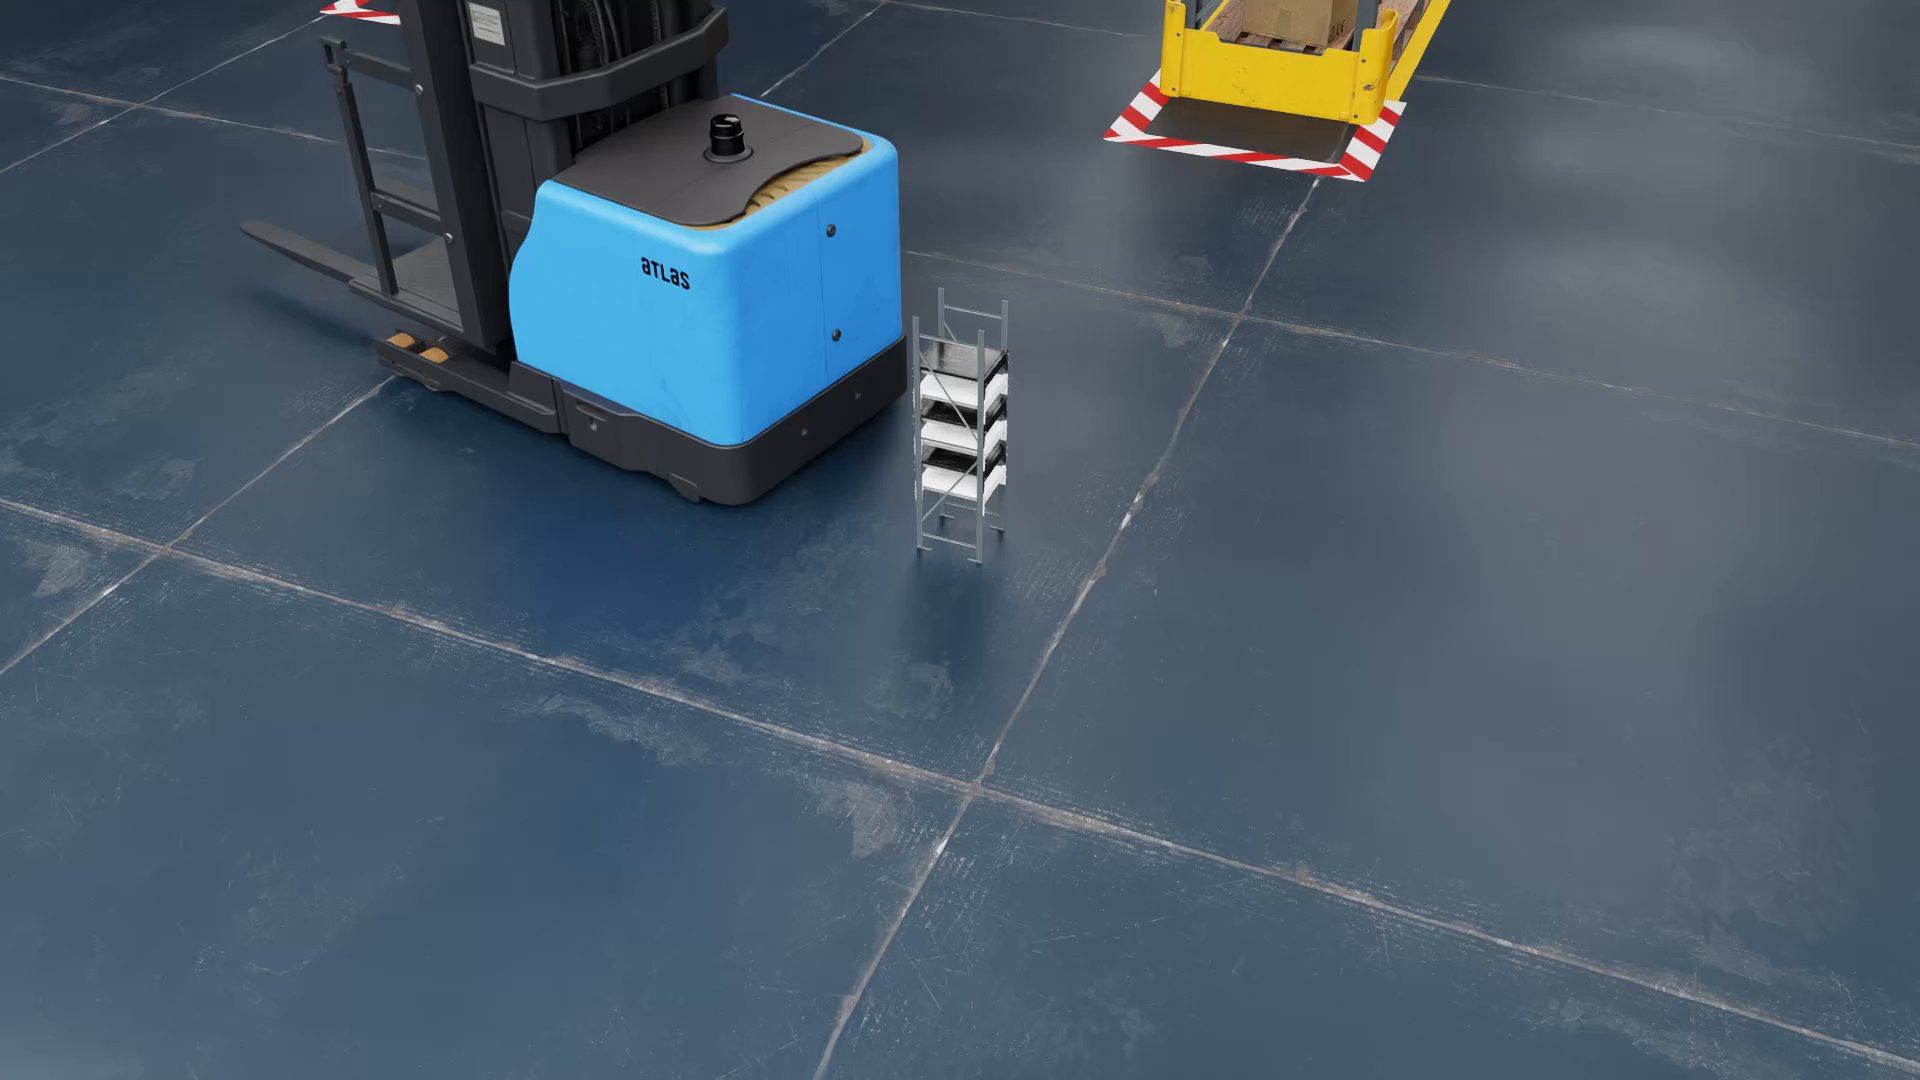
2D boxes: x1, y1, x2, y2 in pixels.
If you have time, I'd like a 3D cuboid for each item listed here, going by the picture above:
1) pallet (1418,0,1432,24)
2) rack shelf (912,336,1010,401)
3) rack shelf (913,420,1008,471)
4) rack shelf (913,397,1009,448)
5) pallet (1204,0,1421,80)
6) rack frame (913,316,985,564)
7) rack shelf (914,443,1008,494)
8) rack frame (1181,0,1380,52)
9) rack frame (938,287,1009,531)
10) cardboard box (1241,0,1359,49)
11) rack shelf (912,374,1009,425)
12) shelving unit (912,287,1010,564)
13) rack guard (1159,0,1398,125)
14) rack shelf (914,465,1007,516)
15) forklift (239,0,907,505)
[{"bbox_3d":[2.472,-3.569,10.348,1.003,0.211,1.213,14,39,18],"label":"pallet"},{"bbox_3d":[0.003,-0.555,5.345,0.258,0.077,0.200,14,39,18],"label":"rack shelf"},{"bbox_3d":[0.003,-0.338,5.507,0.258,0.077,0.200,14,39,18],"label":"rack shelf"},{"bbox_3d":[0.003,-0.410,5.453,0.258,0.077,0.200,14,39,18],"label":"rack shelf"},{"bbox_3d":[2.006,-2.895,9.448,1.003,0.211,1.213,14,39,18],"label":"pallet"},{"bbox_3d":[-0.036,-0.309,5.411,0.240,0.900,0.006,14,39,18],"label":"rack frame"},{"bbox_3d":[0.003,-0.266,5.560,0.258,0.077,0.200,14,39,18],"label":"rack shelf"},{"bbox_3d":[1.635,-3.529,7.965,1.000,3.000,0.127,14,39,18],"label":"rack frame"},{"bbox_3d":[0.042,-0.421,5.562,0.240,0.900,0.006,14,39,18],"label":"rack frame"},{"bbox_3d":[1.888,-3.037,9.045,0.500,0.500,0.500,21,42,26],"label":"cardboard box"},{"bbox_3d":[0.003,-0.482,5.399,0.258,0.077,0.200,14,39,18],"label":"rack shelf"},{"bbox_3d":[0.003,-0.365,5.487,0.258,0.900,0.210,14,39,18],"label":"shelving unit"},{"bbox_3d":[1.664,-2.569,8.770,1.175,0.500,0.348,14,39,18],"label":"rack guard"},{"bbox_3d":[0.003,-0.194,5.614,0.258,0.077,0.200,14,39,18],"label":"rack shelf"},{"bbox_3d":[-1.699,-1.993,5.969,3.031,2.935,1.130,23,43,28],"label":"forklift"}]
